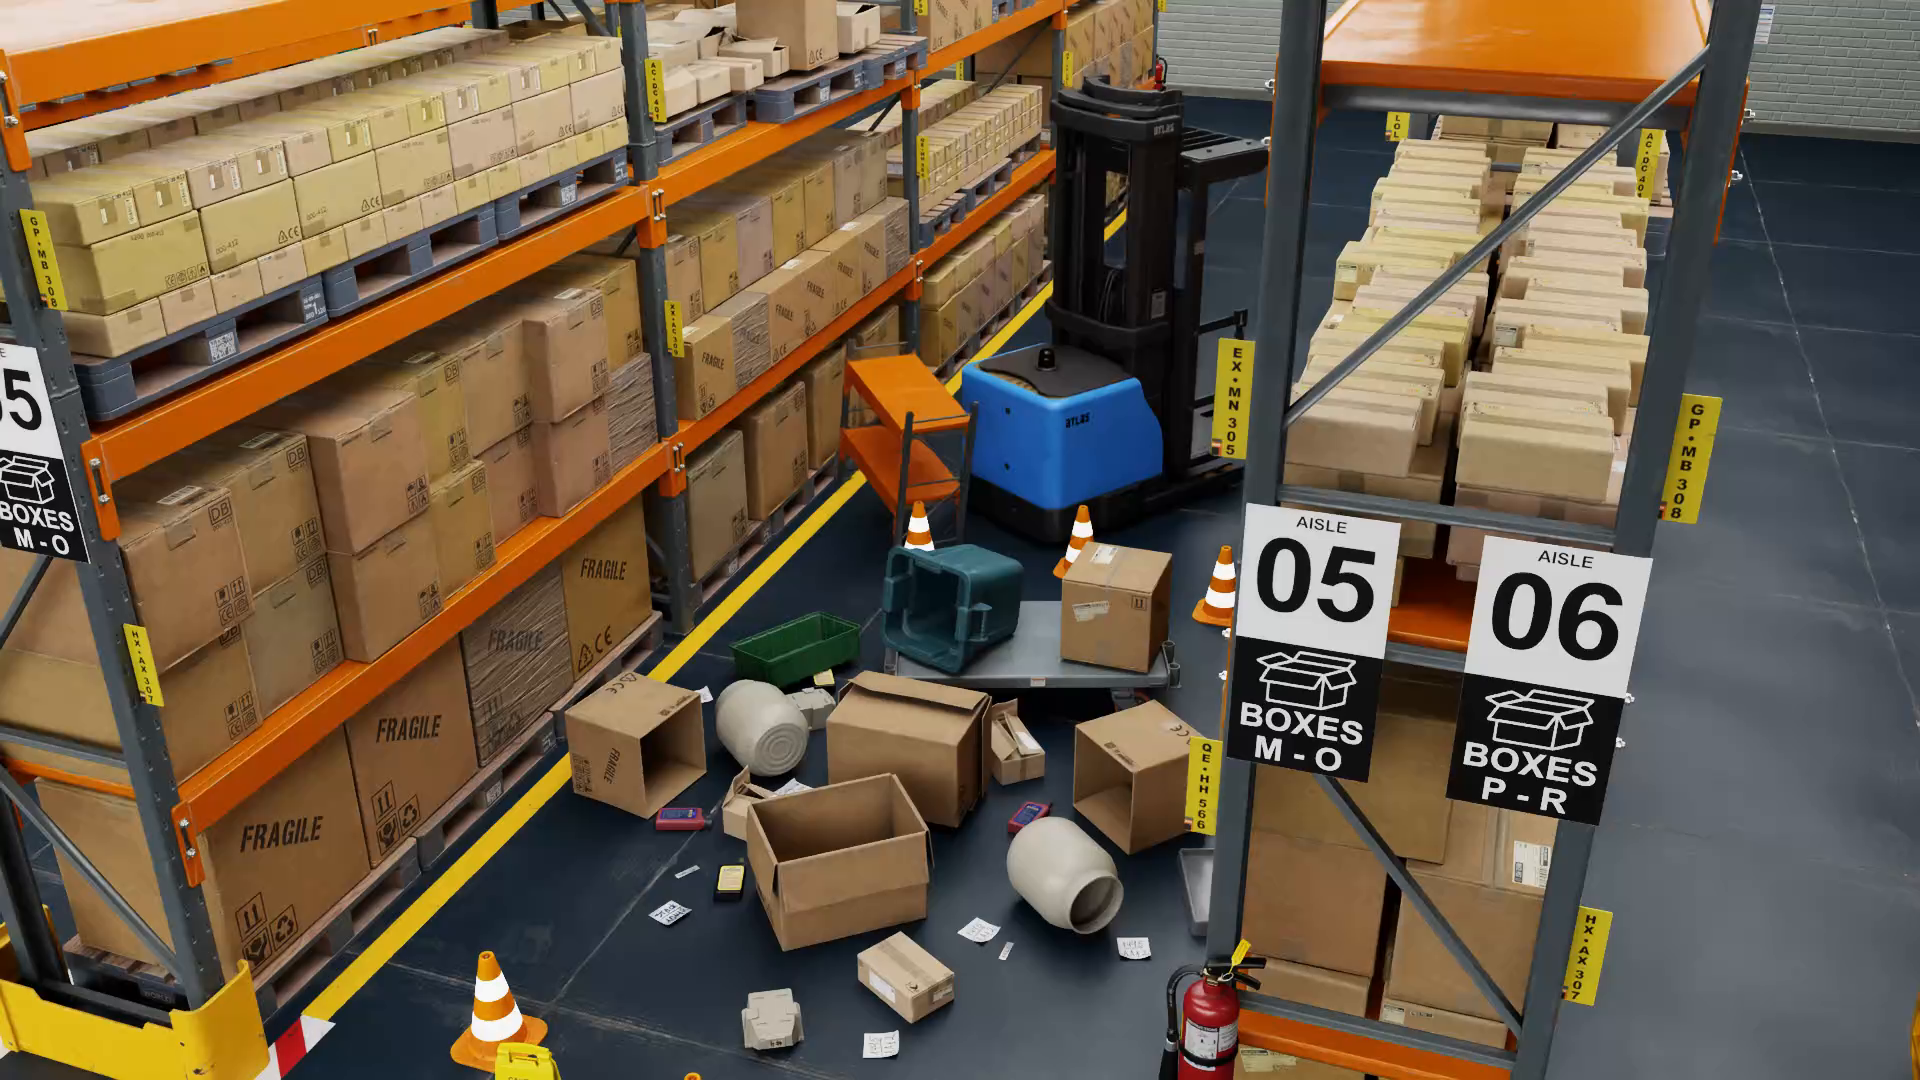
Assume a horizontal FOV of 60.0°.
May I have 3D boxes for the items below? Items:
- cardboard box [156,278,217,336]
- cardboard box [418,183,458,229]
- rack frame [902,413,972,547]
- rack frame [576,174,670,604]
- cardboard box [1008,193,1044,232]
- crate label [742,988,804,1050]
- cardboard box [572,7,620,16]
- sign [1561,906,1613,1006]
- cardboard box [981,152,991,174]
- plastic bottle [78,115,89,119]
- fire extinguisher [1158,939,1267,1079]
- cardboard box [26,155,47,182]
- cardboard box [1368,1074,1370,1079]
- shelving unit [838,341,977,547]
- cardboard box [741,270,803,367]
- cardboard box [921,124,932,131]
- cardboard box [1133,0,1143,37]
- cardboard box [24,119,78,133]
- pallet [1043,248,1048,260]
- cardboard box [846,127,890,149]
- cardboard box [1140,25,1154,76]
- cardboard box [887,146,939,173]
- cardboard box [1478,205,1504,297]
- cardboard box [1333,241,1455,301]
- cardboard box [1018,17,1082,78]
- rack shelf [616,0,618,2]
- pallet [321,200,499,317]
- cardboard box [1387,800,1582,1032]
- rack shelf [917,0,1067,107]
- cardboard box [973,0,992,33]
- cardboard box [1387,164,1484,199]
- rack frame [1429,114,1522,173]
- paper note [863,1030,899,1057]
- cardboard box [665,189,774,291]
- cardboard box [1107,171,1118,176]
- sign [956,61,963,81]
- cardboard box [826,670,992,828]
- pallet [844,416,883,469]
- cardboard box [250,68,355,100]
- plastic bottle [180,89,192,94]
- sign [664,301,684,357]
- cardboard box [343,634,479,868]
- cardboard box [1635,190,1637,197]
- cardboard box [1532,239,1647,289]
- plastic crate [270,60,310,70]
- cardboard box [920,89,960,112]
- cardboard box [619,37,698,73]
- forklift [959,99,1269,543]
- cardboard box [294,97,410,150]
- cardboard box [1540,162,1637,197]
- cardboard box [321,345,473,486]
[{"bbox_3d":[-2.971,-0.875,6.087,0.380,0.149,0.250,9,27,18],"label":"cardboard box"},{"bbox_3d":[-2.467,-1.496,7.370,0.380,0.149,0.250,9,27,17],"label":"cardboard box"},{"bbox_3d":[-0.165,-0.376,10.888,0.475,0.981,0.013,-10,37,-24],"label":"rack frame"},{"bbox_3d":[-2.144,-0.849,9.784,0.949,2.616,0.053,9,27,17],"label":"rack frame"},{"bbox_3d":[0.512,-3.194,16.155,0.500,0.250,0.500,8,27,16],"label":"cardboard box"},{"bbox_3d":[-0.800,2.043,7.096,0.250,0.136,0.298,-5,26,-9],"label":"crate label"},{"bbox_3d":[-4.051,-5.733,18.843,0.500,0.500,0.500,9,27,18],"label":"cardboard box"},{"bbox_3d":[-7.792,-4.021,15.298,25.968,0.365,16.011,9,27,17],"label":"sign"},{"bbox_3d":[0.057,-3.374,14.807,0.380,0.149,0.250,8,27,16],"label":"cardboard box"},{"bbox_3d":[-9.248,-4.518,17.496,0.061,0.283,0.133,9,27,17],"label":"plastic bottle"},{"bbox_3d":[0.757,1.487,5.049,0.296,0.674,0.183,9,27,17],"label":"fire extinguisher"},{"bbox_3d":[-3.595,-1.324,6.101,0.380,0.149,0.250,9,27,18],"label":"cardboard box"},{"bbox_3d":[1.425,1.938,6.703,0.500,0.250,0.500,9,27,18],"label":"cardboard box"},{"bbox_3d":[-0.379,-0.651,11.258,0.538,0.981,1.030,-10,37,-24],"label":"shelving unit"},{"bbox_3d":[-1.376,-1.483,10.979,0.500,0.500,0.500,9,27,17],"label":"cardboard box"},{"bbox_3d":[-0.475,-3.710,15.160,0.380,0.149,0.250,8,27,17],"label":"cardboard box"},{"bbox_3d":[1.766,-5.976,18.771,0.500,0.500,0.500,8,27,16],"label":"cardboard box"},{"bbox_3d":[-6.388,-2.374,11.765,1.000,1.000,1.000,9,27,18],"label":"cardboard box"},{"bbox_3d":[0.712,-3.162,17.761,1.003,0.211,1.213,9,27,17],"label":"pallet"},{"bbox_3d":[-0.821,-3.424,14.227,0.380,0.149,0.250,10,27,19],"label":"cardboard box"},{"bbox_3d":[1.946,-5.736,19.423,0.500,0.500,0.500,9,27,18],"label":"cardboard box"},{"bbox_3d":[-0.386,-3.108,13.575,0.380,0.149,0.250,8,27,16],"label":"cardboard box"},{"bbox_3d":[1.993,-1.234,6.968,0.500,0.250,0.500,9,27,17],"label":"cardboard box"},{"bbox_3d":[1.543,-0.941,5.906,0.380,0.149,0.250,9,27,19],"label":"cardboard box"},{"bbox_3d":[0.901,-4.915,16.579,0.500,0.500,0.500,9,27,19],"label":"cardboard box"},{"bbox_3d":[-3.457,-6.745,19.345,1.077,0.370,4.000,9,27,17],"label":"rack shelf"},{"bbox_3d":[-2.830,-1.324,7.425,1.003,0.211,1.213,9,27,17],"label":"pallet"},{"bbox_3d":[1.649,1.139,5.224,0.500,0.500,0.500,8,27,17],"label":"cardboard box"},{"bbox_3d":[0.495,-5.130,16.010,1.077,0.370,7.843,9,27,17],"label":"rack shelf"},{"bbox_3d":[-0.047,-4.496,13.760,0.500,0.500,0.500,9,27,17],"label":"cardboard box"},{"bbox_3d":[1.993,-1.467,6.993,0.380,0.149,0.250,8,27,16],"label":"cardboard box"},{"bbox_3d":[2.564,-2.871,7.078,0.949,2.616,0.053,9,27,17],"label":"rack frame"},{"bbox_3d":[-0.333,2.131,7.037,0.148,0.019,0.142,0,26,-1],"label":"paper note"},{"bbox_3d":[-1.643,-1.967,10.833,0.700,0.500,0.500,9,27,18],"label":"cardboard box"},{"bbox_3d":[1.628,-4.263,18.944,0.380,0.149,0.250,10,28,19],"label":"cardboard box"},{"bbox_3d":[0.007,-4.601,16.540,0.100,0.325,0.005,9,27,17],"label":"sign"},{"bbox_3d":[-0.270,1.060,8.551,0.797,0.637,0.503,9,27,17],"label":"cardboard box"},{"bbox_3d":[-1.143,-0.924,13.139,1.003,0.211,1.213,9,27,17],"label":"pallet"},{"bbox_3d":[-3.005,-2.054,7.609,0.380,0.149,0.250,9,27,17],"label":"cardboard box"},{"bbox_3d":[-8.790,-5.167,18.760,0.144,0.351,0.185,9,27,17],"label":"plastic bottle"},{"bbox_3d":[-9.128,-2.400,11.828,16.064,0.392,0.098,9,27,17],"label":"sign"},{"bbox_3d":[-3.018,0.913,8.102,0.875,0.875,0.875,8,27,17],"label":"cardboard box"},{"bbox_3d":[2.667,-1.367,7.244,0.500,0.250,0.500,8,27,17],"label":"cardboard box"},{"bbox_3d":[2.235,-0.955,5.935,0.380,0.149,0.250,9,27,18],"label":"cardboard box"},{"bbox_3d":[-8.259,-6.001,20.284,0.402,0.464,0.583,9,27,17],"label":"plastic crate"},{"bbox_3d":[-0.218,-4.164,15.755,0.380,0.149,0.250,9,27,18],"label":"cardboard box"},{"bbox_3d":[-1.937,-2.904,10.163,0.500,0.250,0.500,9,27,17],"label":"cardboard box"},{"bbox_3d":[1.460,-1.769,11.865,3.031,2.843,1.129,-19,32,-34],"label":"forklift"},{"bbox_3d":[-2.552,-1.753,6.986,0.380,0.149,0.250,9,27,18],"label":"cardboard box"},{"bbox_3d":[2.647,-1.488,7.035,0.380,0.149,0.250,8,27,16],"label":"cardboard box"},{"bbox_3d":[-2.848,-0.591,7.841,0.875,0.550,0.500,9,27,17],"label":"cardboard box"}]
